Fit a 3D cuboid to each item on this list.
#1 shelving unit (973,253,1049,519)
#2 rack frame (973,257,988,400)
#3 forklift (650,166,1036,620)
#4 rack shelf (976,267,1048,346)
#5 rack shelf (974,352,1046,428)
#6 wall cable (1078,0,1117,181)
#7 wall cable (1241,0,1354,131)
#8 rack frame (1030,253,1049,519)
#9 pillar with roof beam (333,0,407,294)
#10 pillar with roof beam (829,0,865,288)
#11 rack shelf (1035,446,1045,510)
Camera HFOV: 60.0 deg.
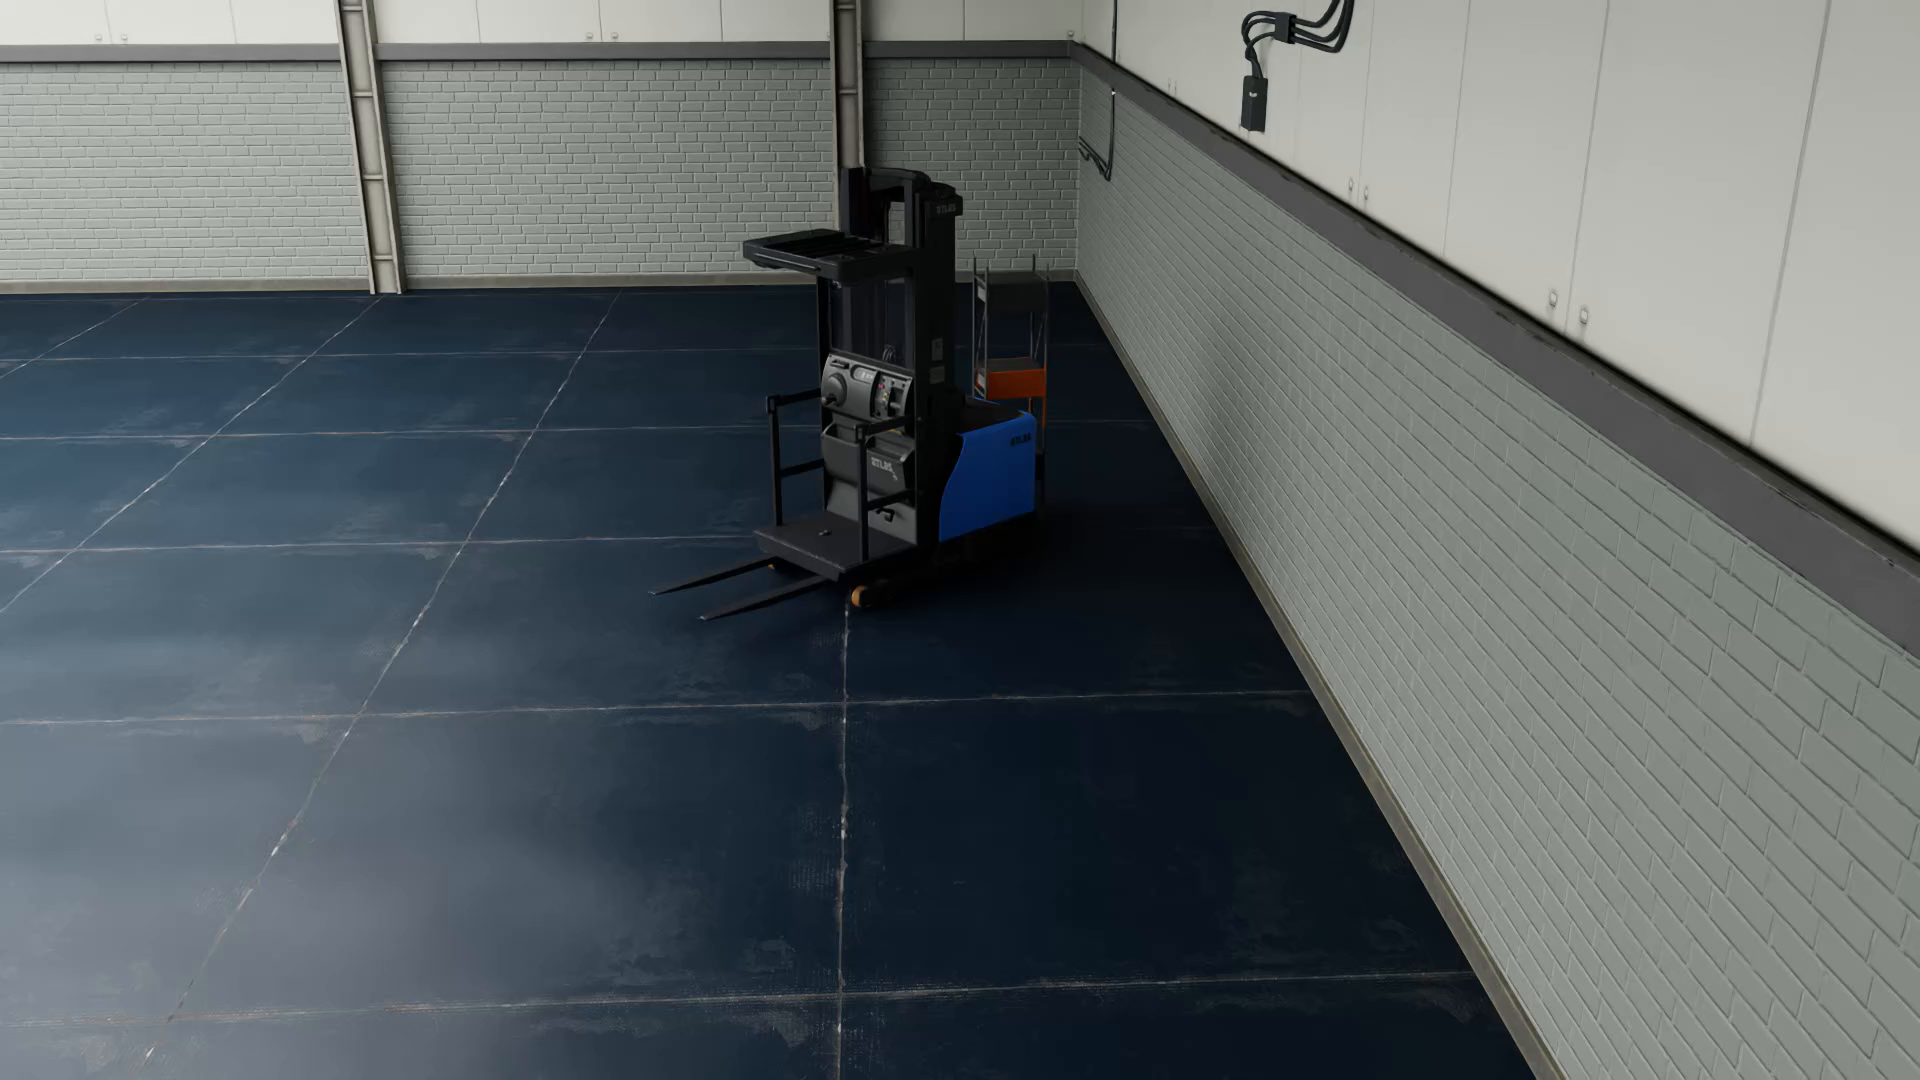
[{"bbox_3d":[0.395,-1.200,13.322,0.503,2.100,0.431,-5,21,-14],"label":"shelving unit"},{"bbox_3d":[0.159,-1.178,13.264,0.015,2.100,0.400,-5,21,-14],"label":"rack frame"},{"bbox_3d":[-0.826,-1.086,11.855,3.031,2.935,1.130,-19,28,-40],"label":"forklift"},{"bbox_3d":[0.395,-1.841,13.078,0.480,0.518,0.431,-5,21,-14],"label":"rack shelf"},{"bbox_3d":[0.395,-1.187,13.327,0.480,0.518,0.431,-5,21,-14],"label":"rack shelf"},{"bbox_3d":[1.589,-5.699,19.806,0.112,2.526,3.097,-1,21,-3],"label":"wall cable"},{"bbox_3d":[2.115,-5.367,9.790,0.169,6.003,2.305,-1,21,-3],"label":"wall cable"},{"bbox_3d":[0.631,-1.222,13.380,0.015,2.100,0.400,-5,21,-14],"label":"rack frame"},{"bbox_3d":[-7.172,-5.909,15.994,0.400,9.000,9.100,-1,21,-3],"label":"pillar with roof beam"},{"bbox_3d":[-1.182,-6.031,16.314,0.400,9.000,9.100,-1,21,-3],"label":"pillar with roof beam"},{"bbox_3d":[0.395,-0.533,13.576,0.480,0.518,0.431,-5,21,-14],"label":"rack shelf"}]
